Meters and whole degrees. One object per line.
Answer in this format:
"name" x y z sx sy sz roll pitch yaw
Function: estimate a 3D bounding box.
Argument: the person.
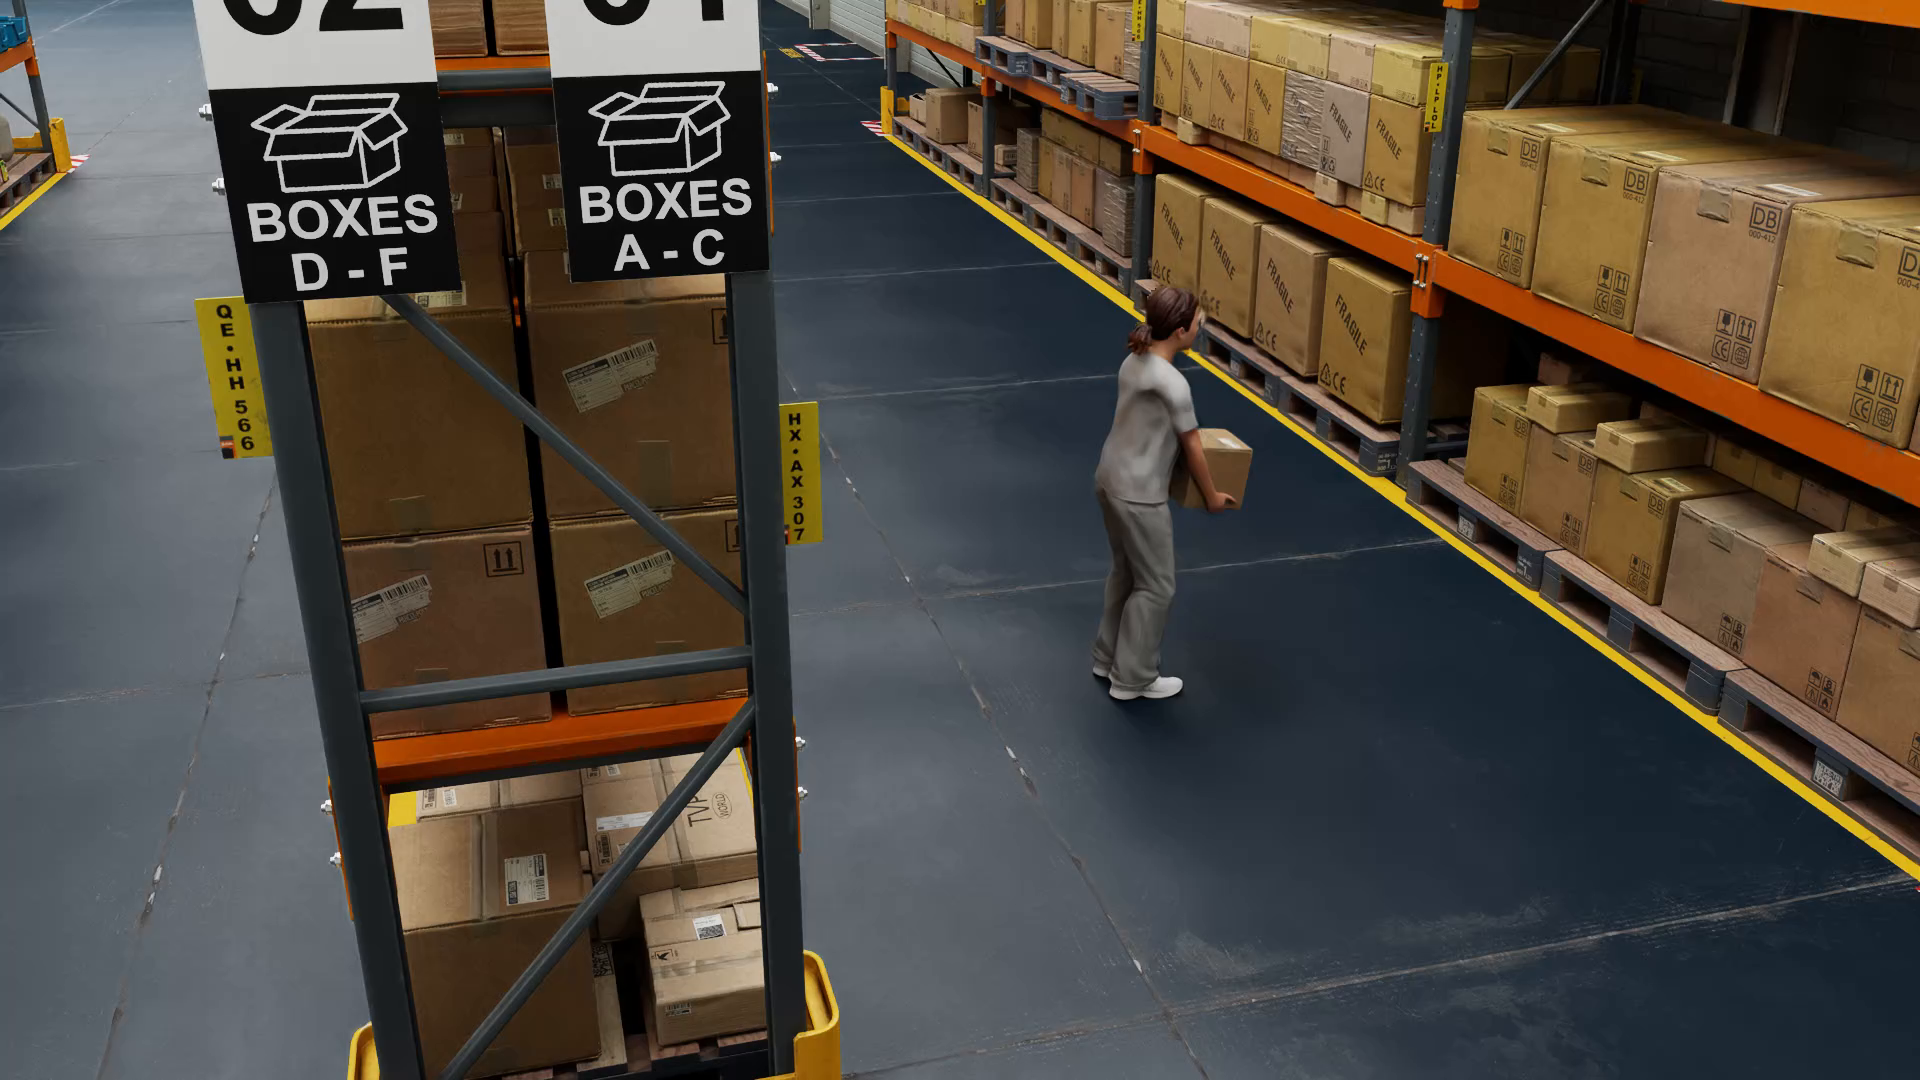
"person" 0.793 -0.187 6.567 0.519 1.658 0.409 -7 24 -15
